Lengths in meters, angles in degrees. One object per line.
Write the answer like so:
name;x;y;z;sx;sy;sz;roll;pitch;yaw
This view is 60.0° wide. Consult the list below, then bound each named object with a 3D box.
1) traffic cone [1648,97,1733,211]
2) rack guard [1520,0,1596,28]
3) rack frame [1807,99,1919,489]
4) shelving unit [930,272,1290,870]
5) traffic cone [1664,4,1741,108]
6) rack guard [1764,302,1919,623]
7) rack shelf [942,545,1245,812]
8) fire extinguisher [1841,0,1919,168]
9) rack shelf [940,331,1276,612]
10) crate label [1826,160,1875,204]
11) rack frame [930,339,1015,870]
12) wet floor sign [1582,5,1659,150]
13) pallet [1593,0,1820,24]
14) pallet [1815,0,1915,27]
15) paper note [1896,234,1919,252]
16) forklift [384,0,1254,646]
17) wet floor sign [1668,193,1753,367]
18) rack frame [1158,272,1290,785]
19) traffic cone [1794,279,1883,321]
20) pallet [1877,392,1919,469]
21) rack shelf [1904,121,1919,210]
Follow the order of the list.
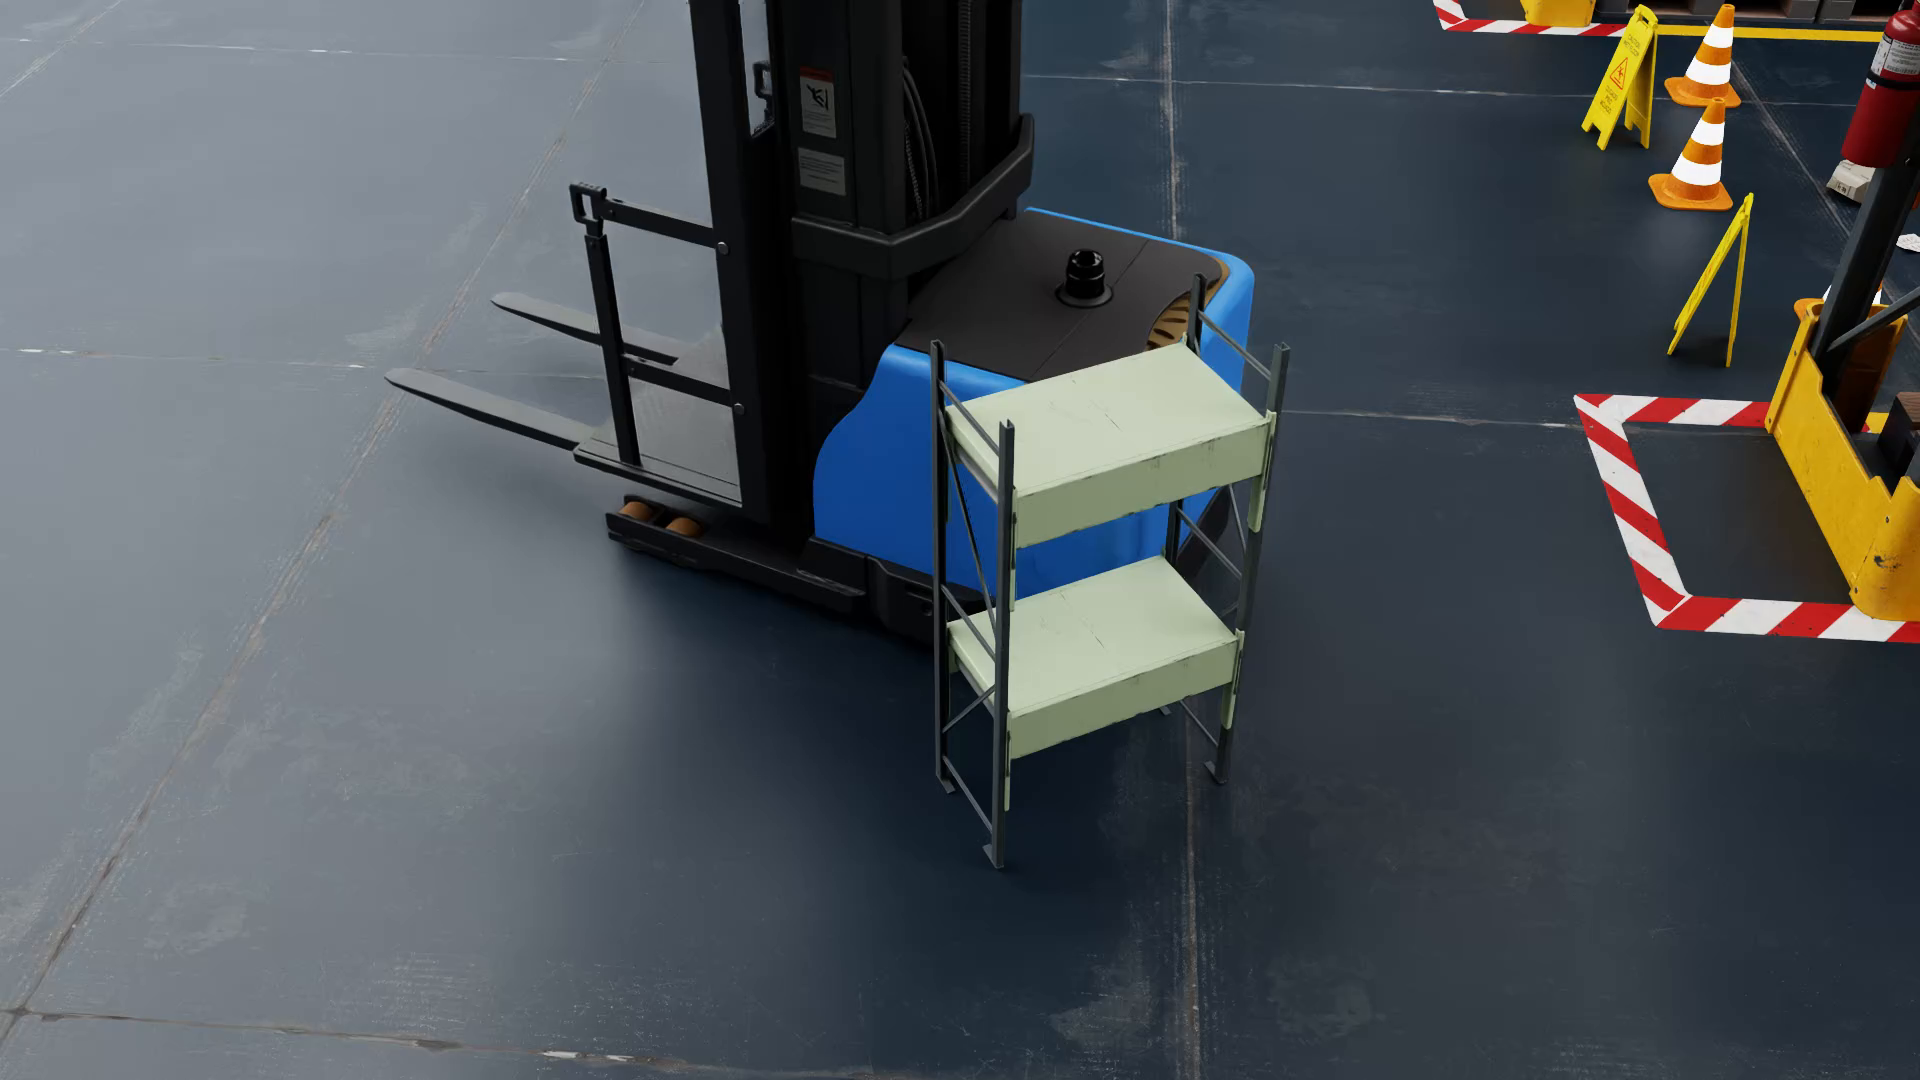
traffic cone;3.390;-1.789;7.581;0.334;0.463;0.336;3;39;4
rack guard;3.396;-3.419;9.554;0.348;0.500;1.175;3;39;4
rack frame;3.094;-1.268;4.932;0.127;3.000;1.000;3;39;4
shelving unit;0.355;0.119;4.415;0.755;1.500;0.431;-17;42;-20
traffic cone;3.827;-2.481;8.431;0.334;0.463;0.336;3;39;4
rack guard;3.169;-0.294;5.716;0.348;0.500;1.175;3;39;4
rack shelf;0.355;0.372;4.621;0.720;0.370;0.431;-17;42;-20
fire extinguisher;3.019;-1.534;5.320;0.183;0.674;0.296;3;39;4
rack shelf;0.355;-0.183;4.169;0.720;0.370;0.431;-17;42;-20
crate label;4.179;-1.658;7.679;0.298;0.136;0.250;-16;42;-19
rack frame;0.026;0.220;4.292;0.023;1.500;0.400;-17;42;-20
wet floor sign;3.220;-2.230;7.978;0.232;0.644;0.267;-3;39;-4
pallet;4.223;-3.311;9.650;1.213;0.211;1.003;3;39;4
pallet;5.436;-3.243;9.567;1.213;0.211;1.003;3;39;4
paper note;4.207;-1.317;7.344;0.142;0.019;0.148;-10;40;-12
forklift;-0.630;-1.323;5.053;3.031;2.935;1.130;18;42;21
wet floor sign;2.997;-1.038;6.514;0.232;0.644;0.267;16;42;19
rack frame;0.685;0.019;4.539;0.023;1.500;0.400;-17;42;-20
traffic cone;3.633;-1.072;6.701;0.334;0.463;0.336;3;39;4
pallet;3.976;-0.116;5.725;1.213;0.211;1.003;3;39;4
rack shelf;5.086;-0.880;5.025;4.000;0.370;1.077;3;39;4
